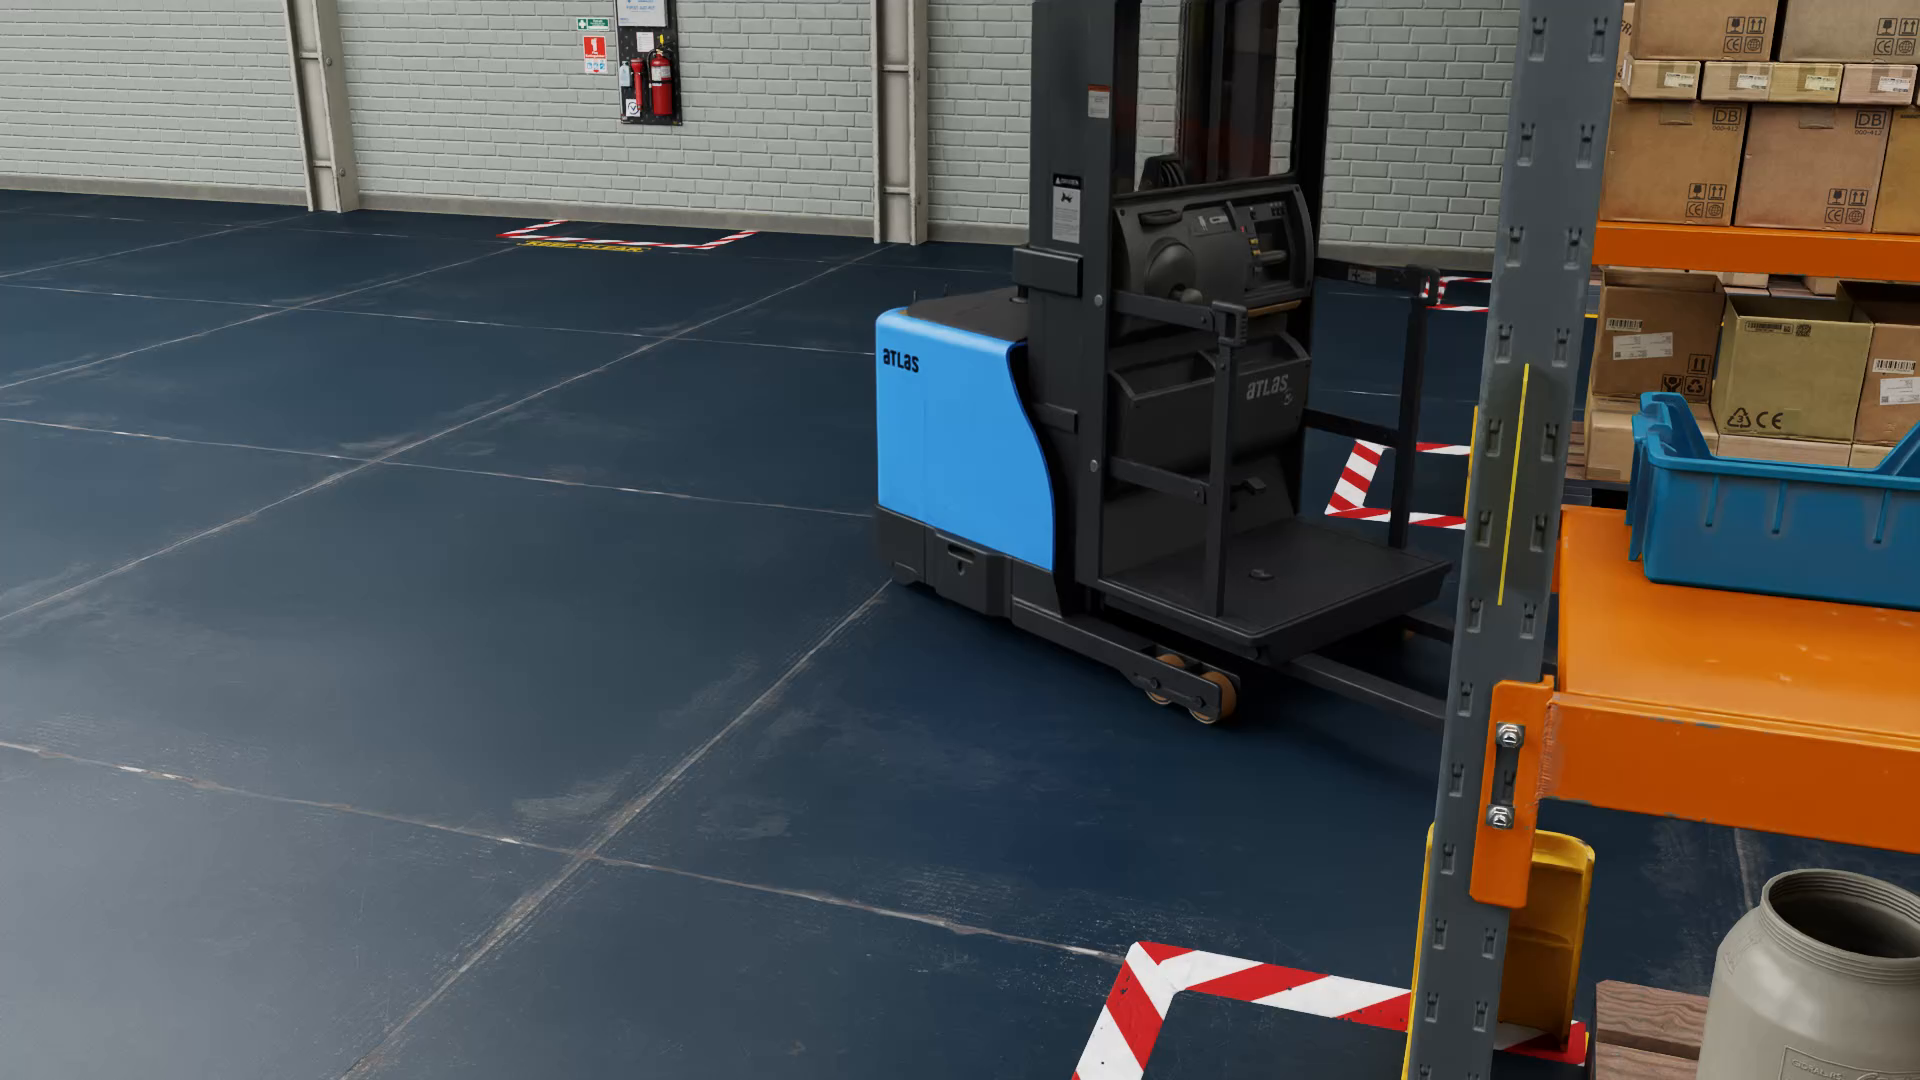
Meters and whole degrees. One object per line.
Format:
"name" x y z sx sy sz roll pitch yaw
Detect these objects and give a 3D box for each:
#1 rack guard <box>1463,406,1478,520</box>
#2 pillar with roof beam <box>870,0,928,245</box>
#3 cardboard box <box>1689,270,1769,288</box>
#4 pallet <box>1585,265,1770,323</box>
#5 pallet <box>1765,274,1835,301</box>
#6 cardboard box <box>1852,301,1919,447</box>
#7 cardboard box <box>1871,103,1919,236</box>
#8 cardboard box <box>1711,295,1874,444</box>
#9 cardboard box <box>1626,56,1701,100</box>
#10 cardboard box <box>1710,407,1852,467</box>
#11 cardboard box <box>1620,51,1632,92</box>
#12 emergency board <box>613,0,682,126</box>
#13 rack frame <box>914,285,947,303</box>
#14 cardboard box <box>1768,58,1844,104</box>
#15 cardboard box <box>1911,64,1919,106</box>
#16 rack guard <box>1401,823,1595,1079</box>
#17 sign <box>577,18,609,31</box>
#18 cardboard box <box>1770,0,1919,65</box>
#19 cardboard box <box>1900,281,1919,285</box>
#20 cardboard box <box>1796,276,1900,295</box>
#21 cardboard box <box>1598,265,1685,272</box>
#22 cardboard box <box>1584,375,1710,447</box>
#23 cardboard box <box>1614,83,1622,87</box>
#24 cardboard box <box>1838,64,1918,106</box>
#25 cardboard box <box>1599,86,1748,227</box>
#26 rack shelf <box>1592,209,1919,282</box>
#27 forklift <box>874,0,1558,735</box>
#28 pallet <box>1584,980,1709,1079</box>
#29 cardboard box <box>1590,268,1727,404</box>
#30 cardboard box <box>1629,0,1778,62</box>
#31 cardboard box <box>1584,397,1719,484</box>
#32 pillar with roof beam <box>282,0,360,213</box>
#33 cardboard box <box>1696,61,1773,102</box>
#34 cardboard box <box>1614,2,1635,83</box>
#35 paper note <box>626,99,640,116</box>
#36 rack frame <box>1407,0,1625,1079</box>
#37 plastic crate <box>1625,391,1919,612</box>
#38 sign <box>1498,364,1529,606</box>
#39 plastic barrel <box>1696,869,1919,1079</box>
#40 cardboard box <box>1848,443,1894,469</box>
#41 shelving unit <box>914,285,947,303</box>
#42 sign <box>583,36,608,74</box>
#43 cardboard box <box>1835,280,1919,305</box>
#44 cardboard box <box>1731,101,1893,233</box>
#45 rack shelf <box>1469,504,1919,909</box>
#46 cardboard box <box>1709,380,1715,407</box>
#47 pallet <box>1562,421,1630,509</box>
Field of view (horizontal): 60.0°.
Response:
"rack guard" 2.562 -0.478 7.687 0.348 0.500 1.175 7 20 18
"pillar with roof beam" -1.929 -5.532 9.274 0.400 9.000 9.100 7 20 18
"cardboard box" 5.369 -1.970 11.587 0.500 0.311 0.500 8 21 23
"pallet" 5.034 -1.772 11.840 1.213 0.211 1.003 7 20 18
"pallet" 6.183 -1.640 11.460 1.213 0.211 1.003 7 20 18
"cardboard box" 3.967 -0.679 6.867 0.500 0.500 0.500 7 20 18
"cardboard box" 3.986 -1.538 6.778 0.500 0.500 0.700 7 20 18
"cardboard box" 3.491 -0.729 7.010 0.500 0.500 0.500 7 20 18
"cardboard box" 2.884 -1.900 6.831 0.250 0.149 0.380 6 20 18
"cardboard box" 3.491 -0.375 7.135 0.500 0.250 0.500 7 20 18
"cardboard box" 3.008 -2.027 7.196 0.250 0.149 0.380 6 20 17
"emergency board" -2.838 -4.316 14.902 0.643 1.169 0.194 7 20 18
"rack frame" -0.121 -0.545 7.044 0.008 1.050 0.200 16 25 38
"cardboard box" 3.370 -1.845 6.673 0.250 0.149 0.380 7 20 18
"cardboard box" 3.860 -1.789 6.513 0.250 0.149 0.380 6 20 16
"rack guard" 1.042 1.058 3.281 0.348 0.500 1.175 7 20 18
"sign" -3.325 -4.672 15.062 0.331 0.109 0.001 7 20 18
"cardboard box" 3.570 -2.200 6.707 0.500 0.500 0.700 6 20 17
"cardboard box" 6.481 -1.804 11.359 0.250 0.149 0.380 5 20 14
"cardboard box" 6.046 -1.964 11.284 0.500 0.500 0.700 5 20 15
"cardboard box" 4.830 -2.031 11.763 0.500 0.311 0.500 4 20 12
"cardboard box" 3.188 -0.589 7.749 0.500 0.250 0.500 7 20 18
"cardboard box" 4.563 -2.983 11.275 0.500 0.250 0.500 6 20 16
"cardboard box" 3.607 -1.817 6.593 0.250 0.149 0.380 6 20 17
"cardboard box" 3.021 -1.648 7.096 0.500 0.500 0.700 7 20 18
"rack shelf" 4.474 -1.100 6.767 4.000 0.370 1.077 7 20 18
"forklift" 1.006 -0.978 5.428 1.130 2.935 3.031 -16 25 -38
"pallet" 1.808 1.284 3.072 1.213 0.211 1.003 7 20 18
"cardboard box" 3.189 -0.944 7.627 0.500 0.500 0.500 7 20 18
"cardboard box" 3.071 -2.255 6.866 0.500 0.500 0.700 7 20 18
"cardboard box" 3.018 -0.428 7.287 0.500 0.250 0.500 7 20 18
"pillar with roof beam" -7.597 -6.180 11.134 0.400 9.000 9.100 7 20 18
"cardboard box" 3.135 -1.872 6.752 0.250 0.149 0.380 6 20 17
"cardboard box" 4.559 -3.344 11.170 0.500 0.500 0.500 7 20 18
"paper note" -2.983 -3.941 15.163 0.142 0.148 0.016 7 20 18
"rack frame" 0.955 -0.116 2.851 0.127 3.000 1.000 7 20 18
"plastic crate" 1.526 -0.084 2.987 0.616 0.251 0.499 7 20 18
"sign" 0.771 -0.076 2.316 0.005 0.325 0.100 7 20 18
"plastic barrel" 1.602 0.908 3.056 0.421 0.512 0.421 0 19 0
"cardboard box" 3.964 -0.321 6.980 0.500 0.250 0.500 7 20 18
"shelving unit" -0.029 -0.519 6.969 0.252 1.050 0.215 16 25 38
"sign" -3.326 -4.425 15.159 0.234 0.329 0.001 7 20 18
"cardboard box" 4.138 -0.841 7.331 0.500 0.500 0.500 7 20 18
"cardboard box" 3.519 -1.593 6.937 0.500 0.500 0.700 7 20 19
"rack shelf" 2.844 0.440 2.350 4.000 0.370 1.077 7 20 18
"cardboard box" 3.664 -0.539 7.605 0.500 0.250 0.500 7 20 18
"pallet" 3.320 -0.269 7.527 1.213 0.211 1.003 7 20 18
